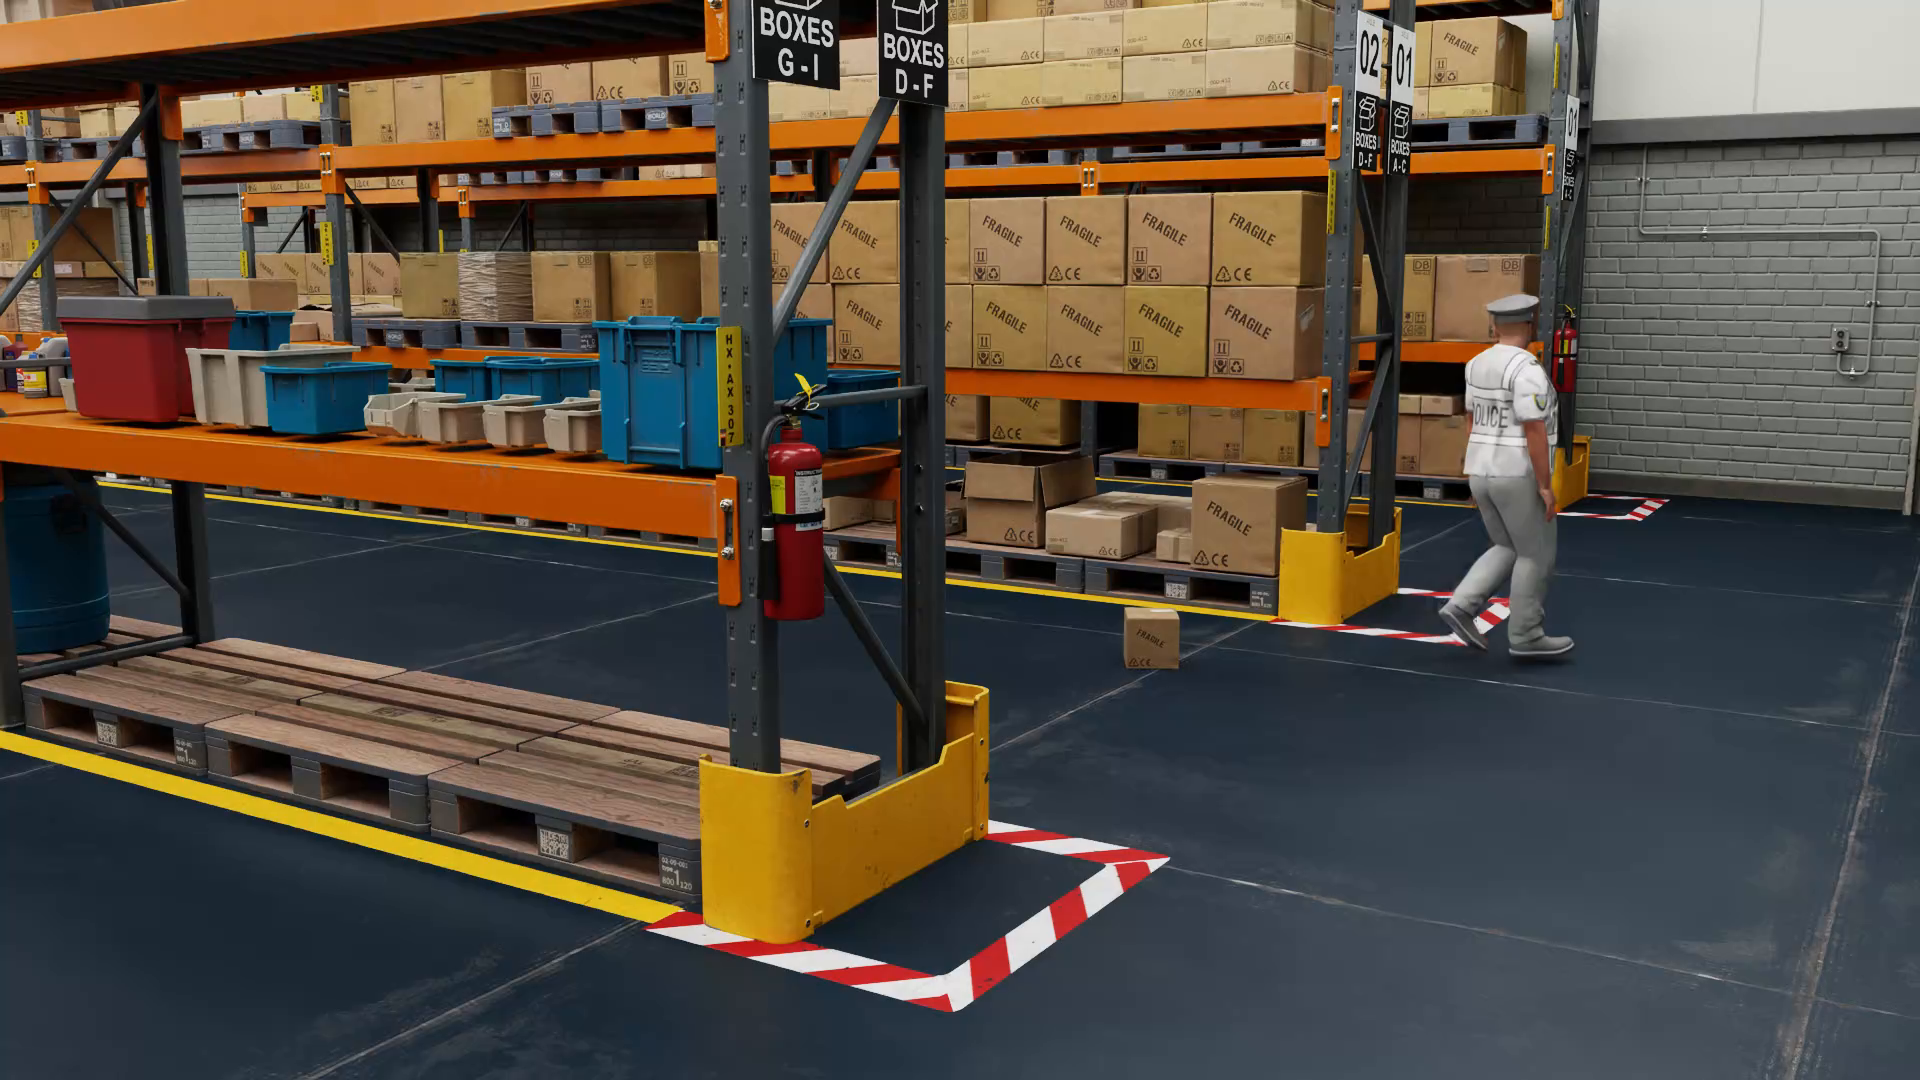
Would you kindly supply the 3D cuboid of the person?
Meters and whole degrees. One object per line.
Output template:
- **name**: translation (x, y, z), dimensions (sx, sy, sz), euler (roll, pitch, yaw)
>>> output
- **person**: translation (2.691, -0.301, 8.060), dimensions (0.606, 1.758, 0.552), euler (-2, 10, -13)
